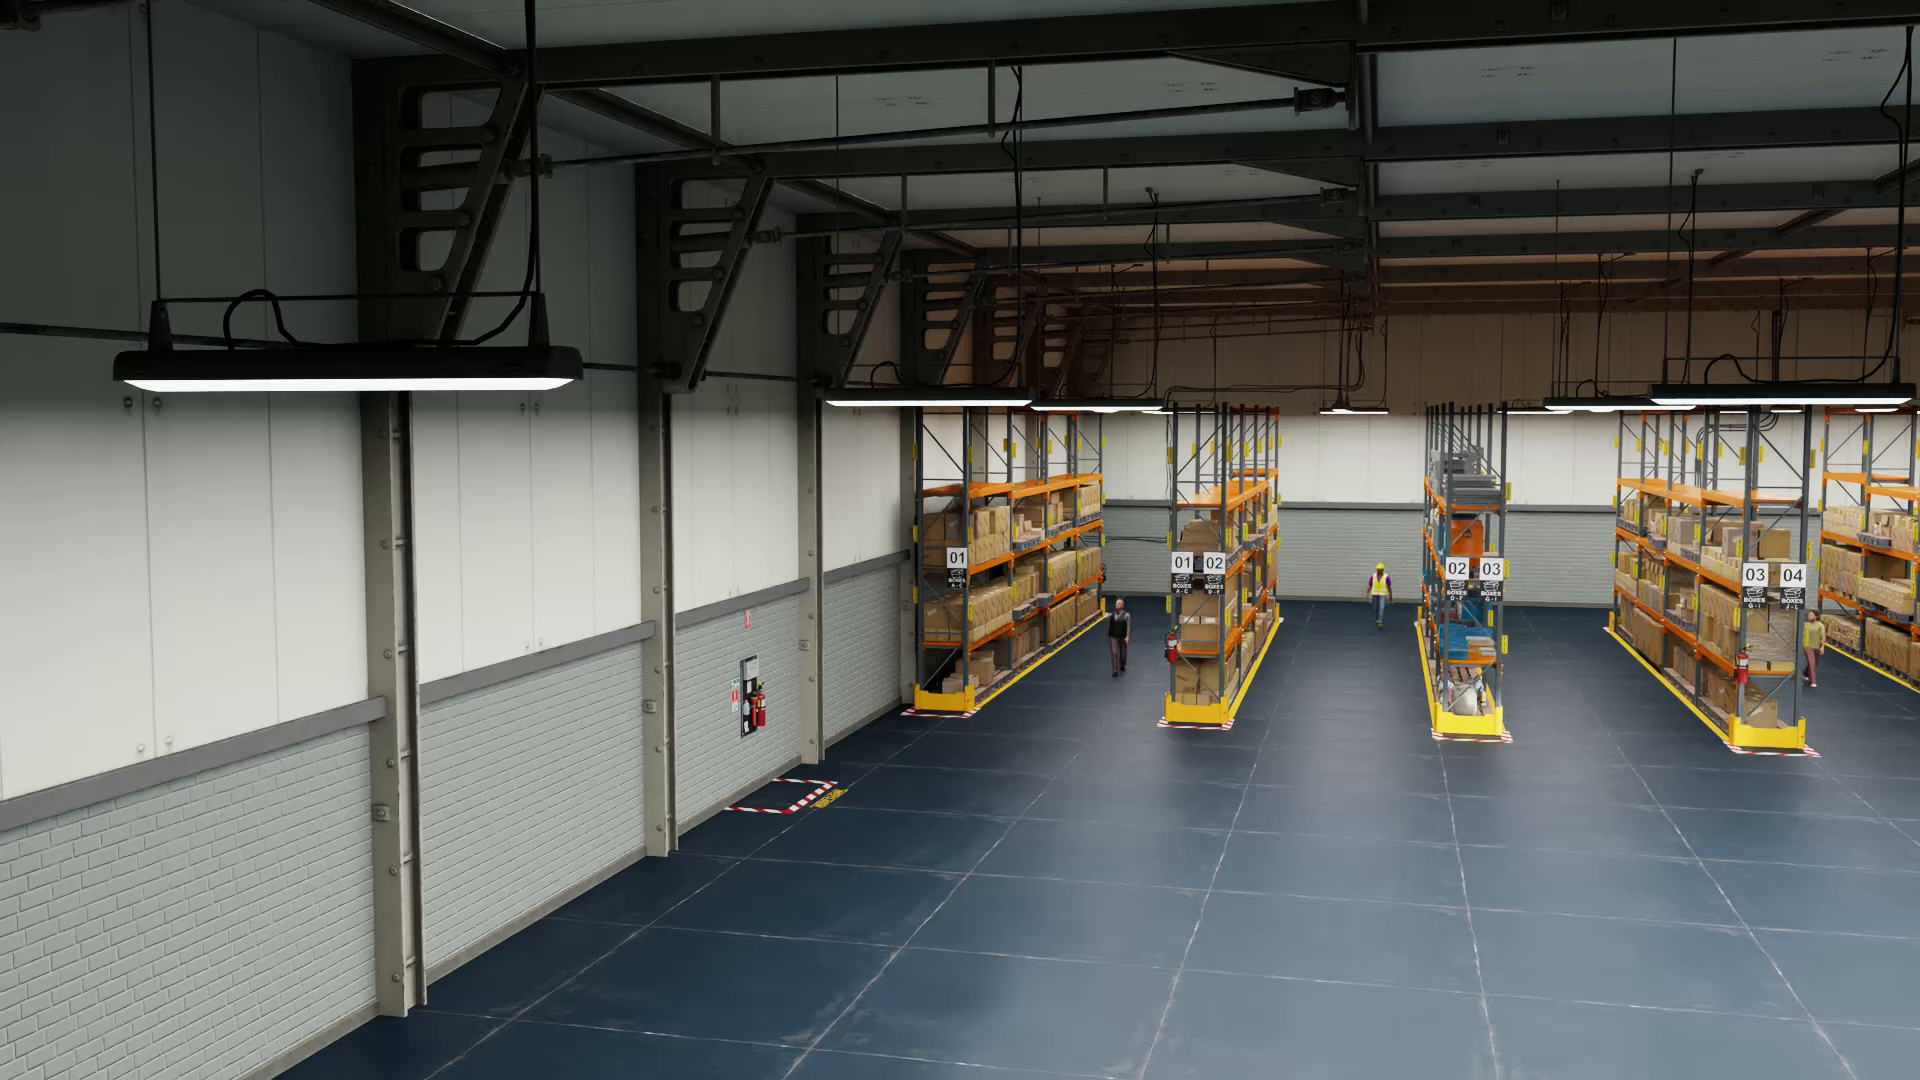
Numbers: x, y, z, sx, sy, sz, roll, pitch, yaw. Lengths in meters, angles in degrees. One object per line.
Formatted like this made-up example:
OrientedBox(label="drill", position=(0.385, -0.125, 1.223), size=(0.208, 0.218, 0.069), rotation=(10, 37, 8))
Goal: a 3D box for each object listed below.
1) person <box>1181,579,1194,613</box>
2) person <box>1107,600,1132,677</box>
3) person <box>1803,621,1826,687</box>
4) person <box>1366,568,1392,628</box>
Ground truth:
OrientedBox(label="person", position=(6.701, 1.329, 48.574), size=(0.549, 1.663, 0.362), rotation=(-1, 4, -12))
OrientedBox(label="person", position=(3.530, 2.169, 36.796), size=(0.528, 1.681, 0.956), rotation=(0, 4, 3))
OrientedBox(label="person", position=(18.148, 2.416, 35.427), size=(0.428, 1.378, 0.961), rotation=(0, 4, 3))
OrientedBox(label="person", position=(11.425, 1.528, 45.340), size=(0.660, 1.684, 1.032), rotation=(2, 5, 24))
